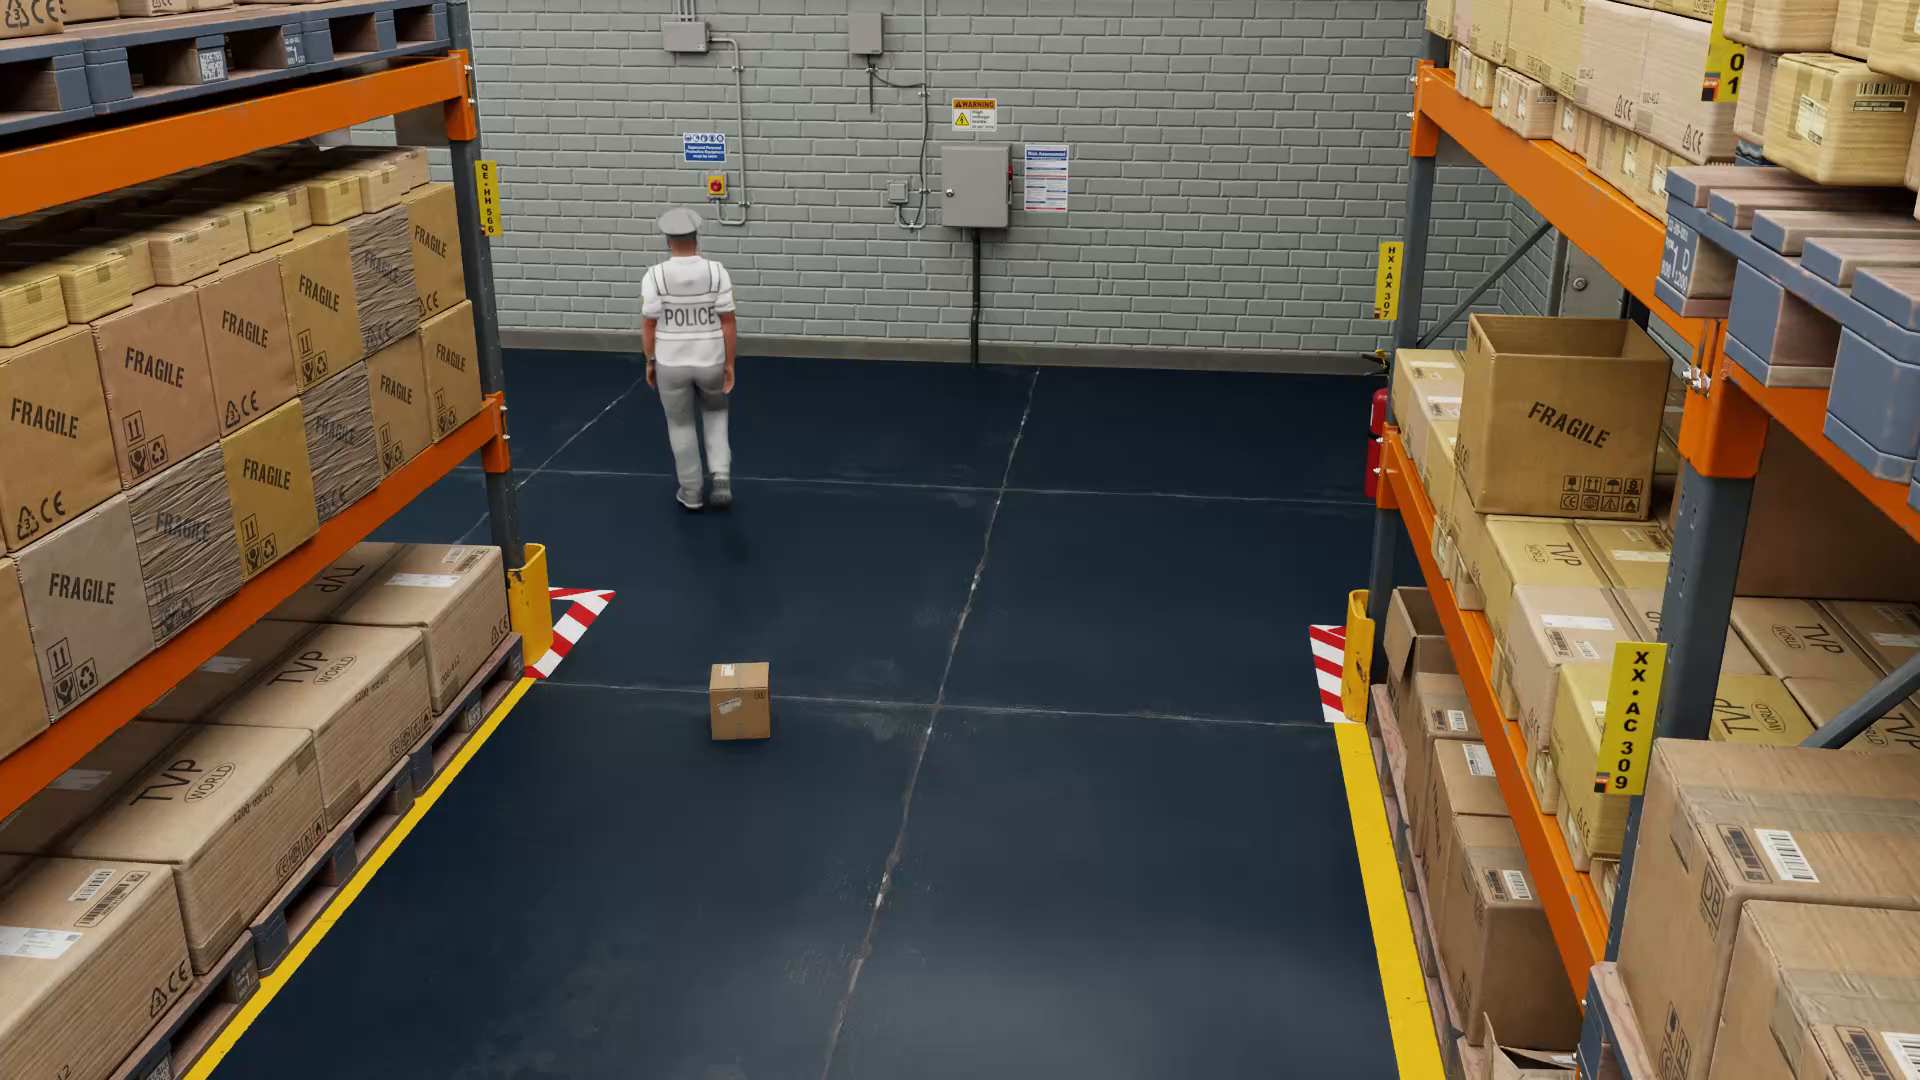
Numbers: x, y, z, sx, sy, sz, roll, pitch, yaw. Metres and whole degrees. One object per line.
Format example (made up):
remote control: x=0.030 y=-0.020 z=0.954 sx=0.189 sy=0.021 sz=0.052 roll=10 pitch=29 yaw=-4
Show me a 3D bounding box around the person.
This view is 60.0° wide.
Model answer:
person: x=-1.585 y=-1.041 z=9.741 sx=0.531 sy=1.800 sz=0.450 roll=-7 pitch=22 yaw=-17
